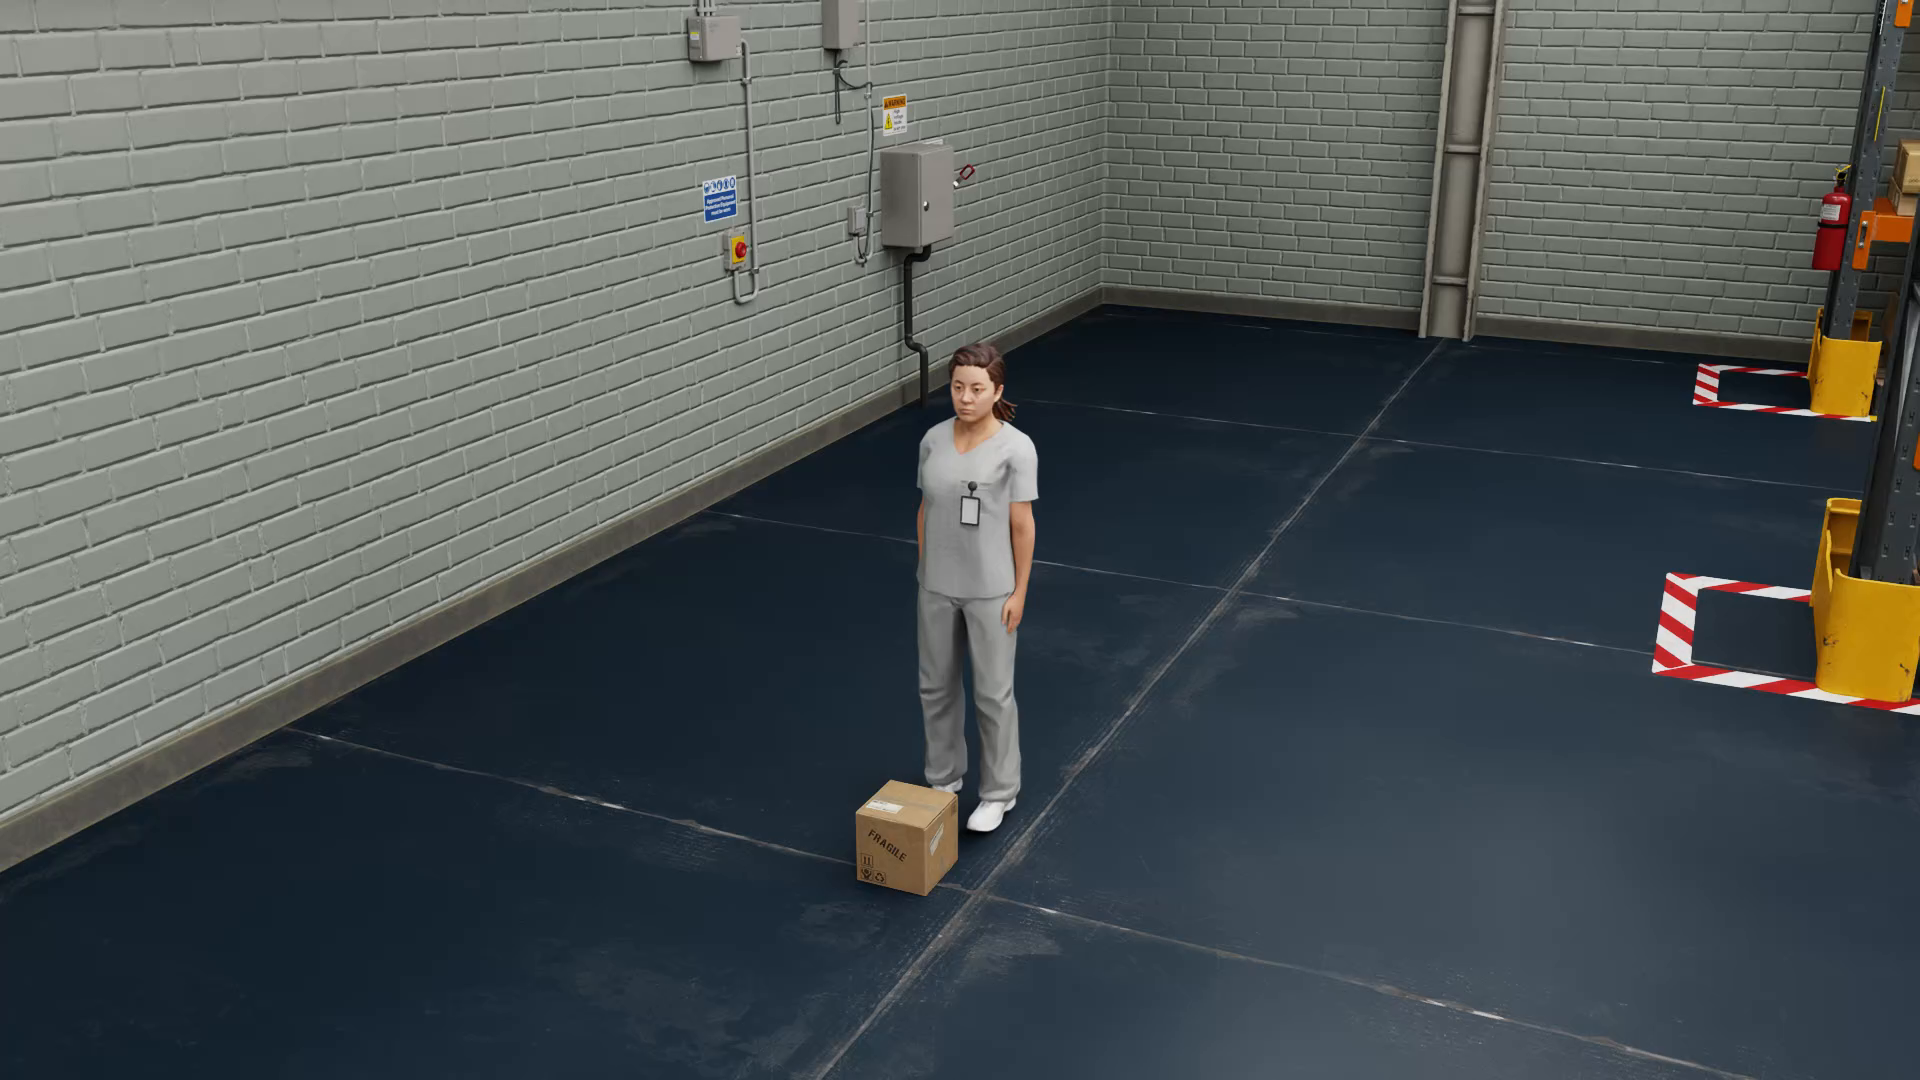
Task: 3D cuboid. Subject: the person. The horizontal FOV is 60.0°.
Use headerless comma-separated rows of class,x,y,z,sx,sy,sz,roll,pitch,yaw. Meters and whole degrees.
person,0.041,0.171,5.606,0.437,1.679,0.361,9,21,24
